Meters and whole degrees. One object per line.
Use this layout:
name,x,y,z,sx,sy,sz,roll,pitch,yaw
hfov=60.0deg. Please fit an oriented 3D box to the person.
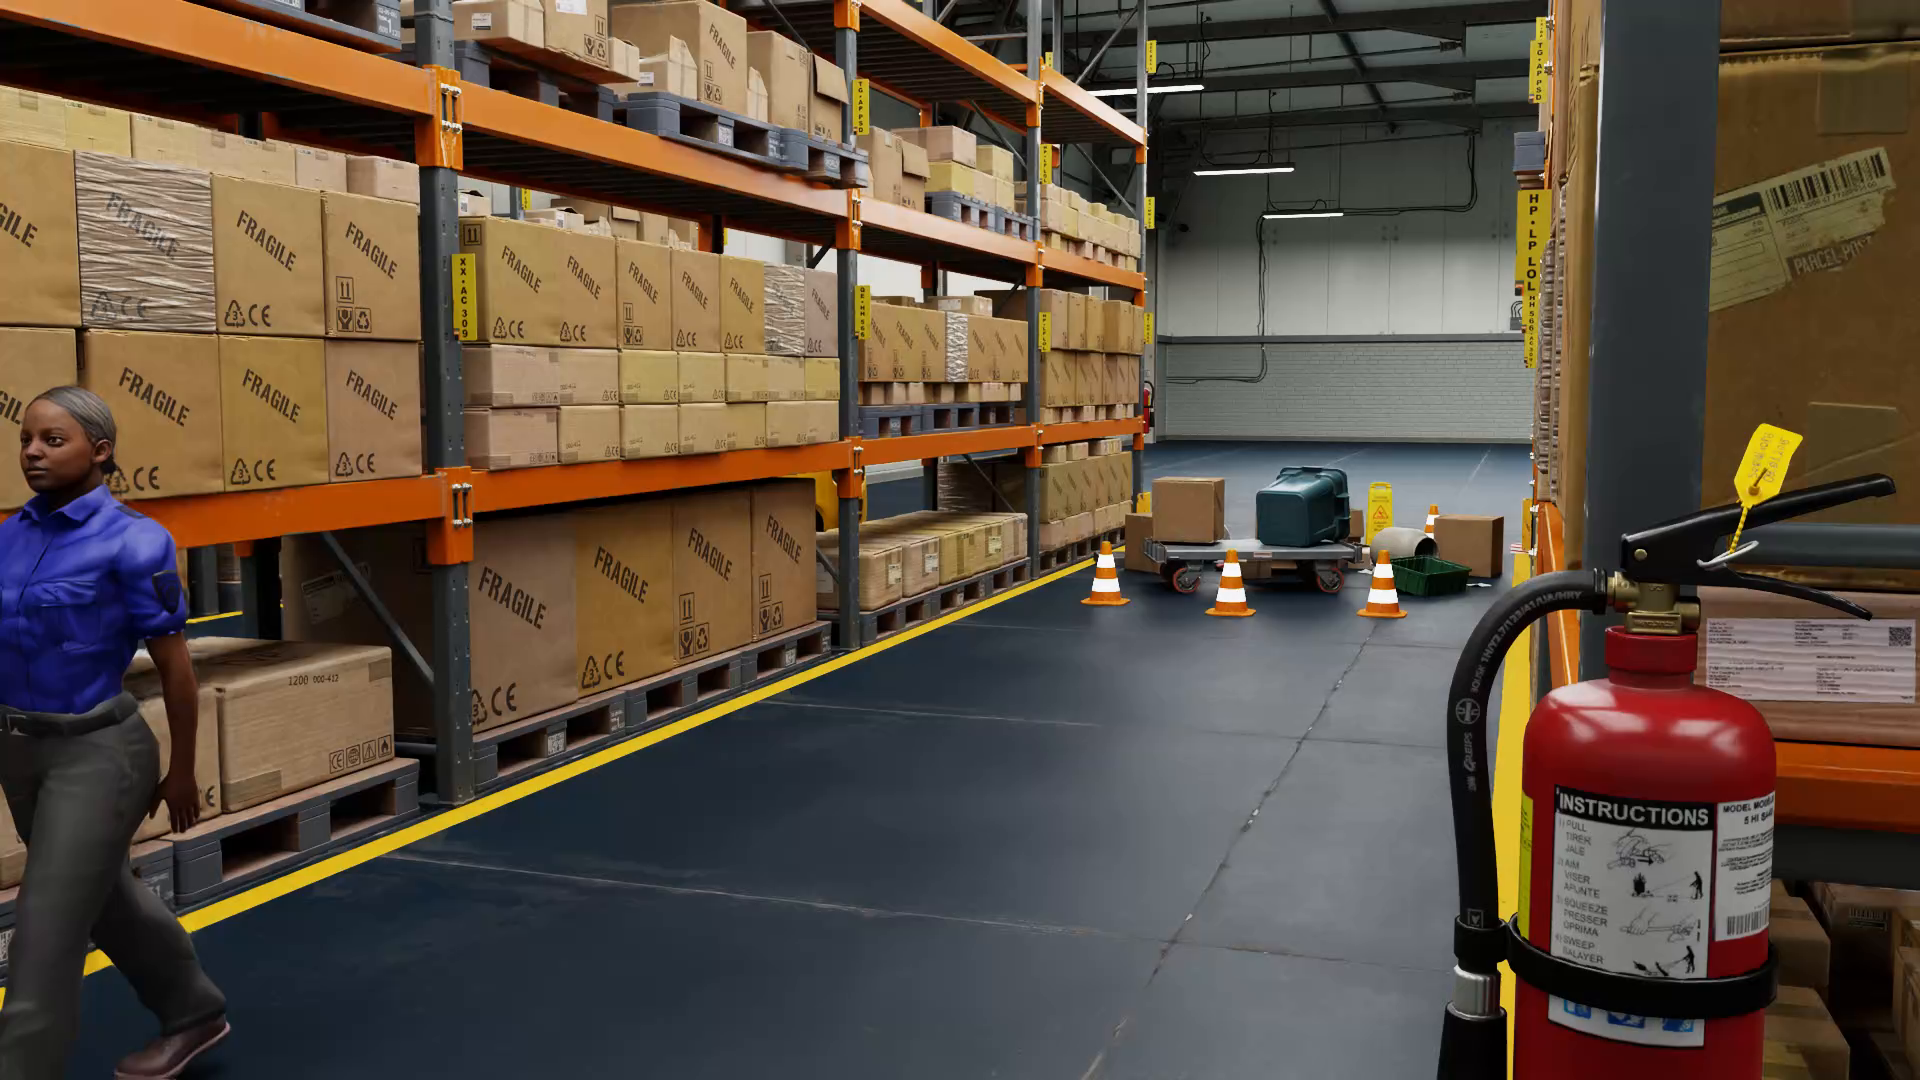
person,-1.923,0.484,3.501,0.458,1.584,0.967,2,6,21
